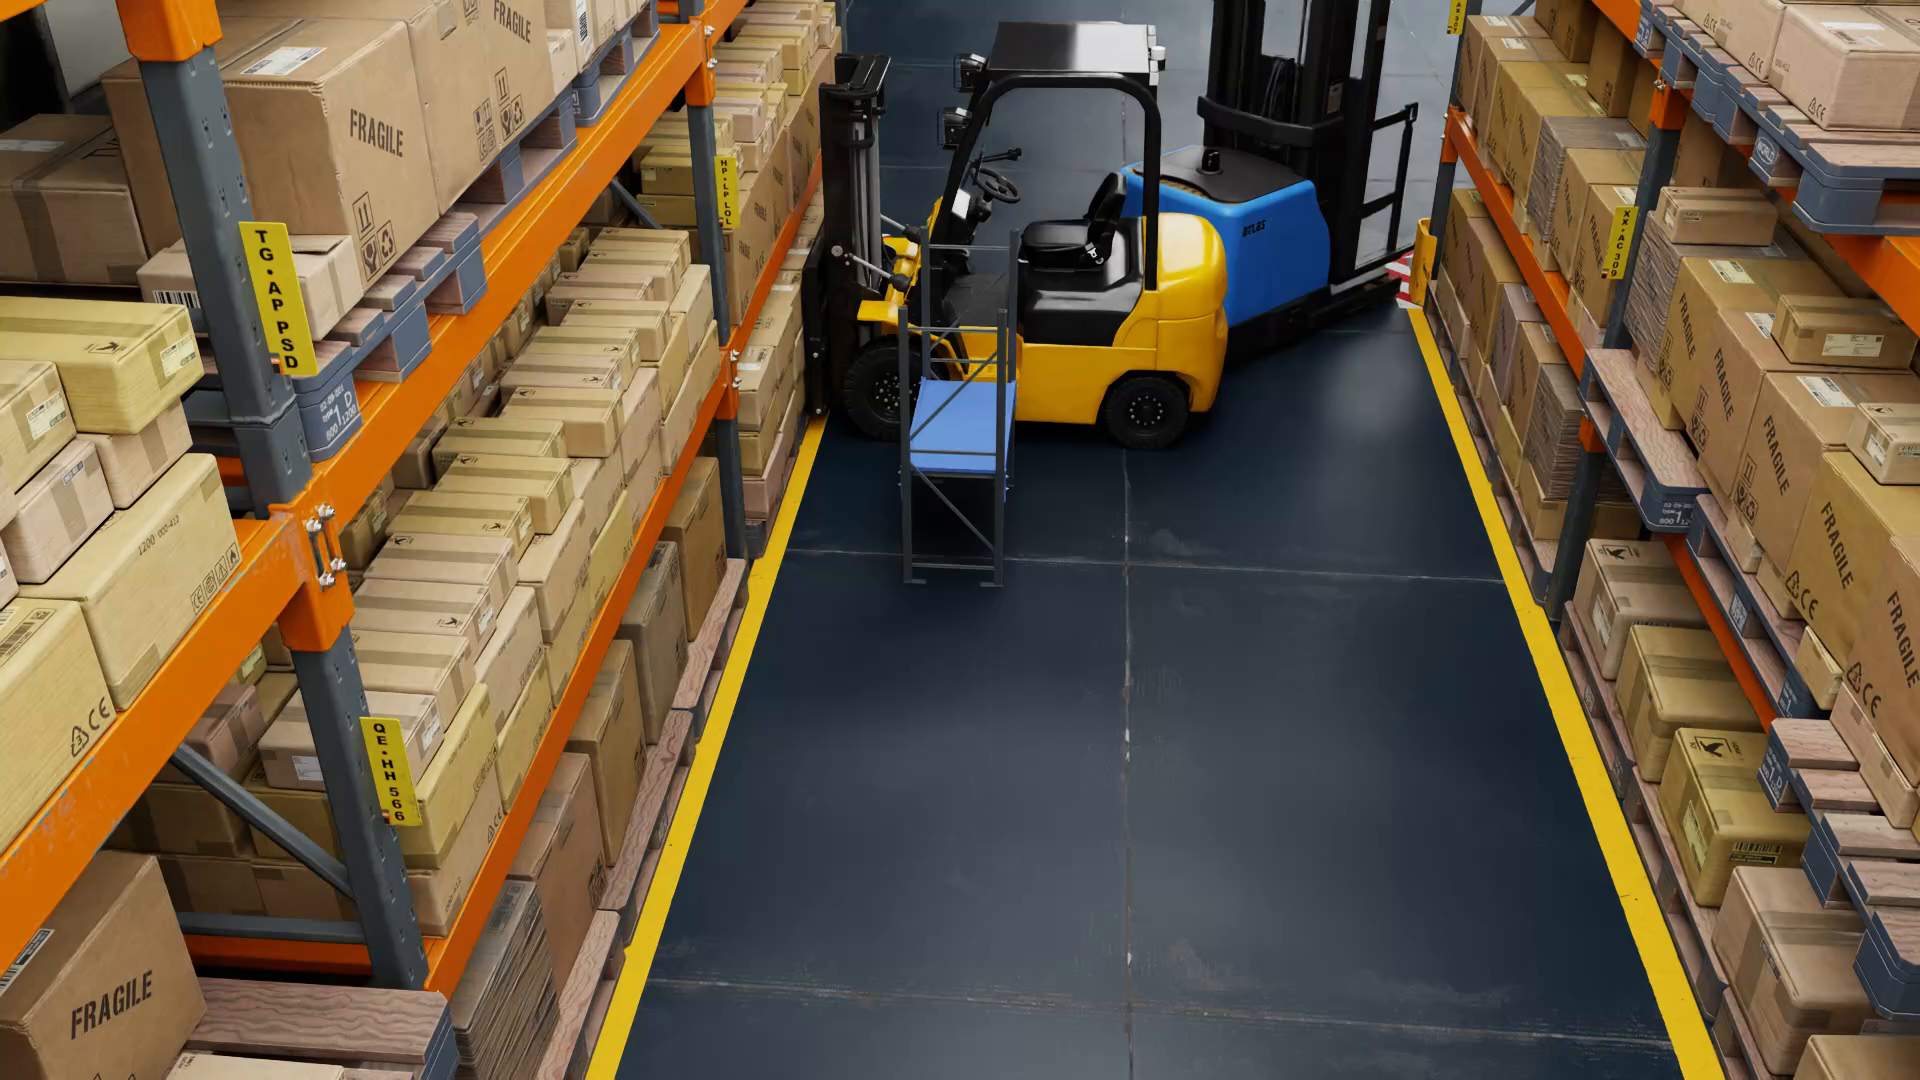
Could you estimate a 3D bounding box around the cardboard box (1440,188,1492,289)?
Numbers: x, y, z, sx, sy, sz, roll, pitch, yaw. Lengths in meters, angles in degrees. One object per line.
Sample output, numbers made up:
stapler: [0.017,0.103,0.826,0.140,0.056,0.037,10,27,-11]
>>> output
cardboard box: [3.357,-1.883,10.451,0.500,0.500,0.500,1,32,2]

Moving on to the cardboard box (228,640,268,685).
cardboard box: [-2.165,0.357,4.599,0.380,0.149,0.250,3,32,5]

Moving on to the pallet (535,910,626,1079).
pallet: [-1.794,1.754,5.703,1.003,0.211,1.213,2,32,4]

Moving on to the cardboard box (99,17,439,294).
cardboard box: [-1.598,-0.914,3.923,0.500,0.500,0.500,3,32,4]

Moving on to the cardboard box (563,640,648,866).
cardboard box: [-1.735,0.808,6.443,0.875,0.625,0.625,1,32,2]

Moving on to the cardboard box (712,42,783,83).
cardboard box: [-1.186,-2.634,9.168,0.380,0.149,0.250,3,32,5]

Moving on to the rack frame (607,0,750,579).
rack frame: [-1.574,-1.096,7.669,1.000,3.000,0.127,2,32,4]

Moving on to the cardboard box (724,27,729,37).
cardboard box: [-1.586,-3.064,9.865,0.380,0.149,0.250,3,32,4]

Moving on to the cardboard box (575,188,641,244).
cardboard box: [-1.807,-1.385,8.043,0.500,0.500,0.500,2,32,4]

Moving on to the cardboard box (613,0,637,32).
cardboard box: [-1.361,-1.899,5.858,0.380,0.149,0.250,2,32,4]

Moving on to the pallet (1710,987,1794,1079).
pallet: [3.113,1.984,5.329,1.003,0.211,1.213,2,32,4]

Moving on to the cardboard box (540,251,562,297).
cardboard box: [-1.890,-1.102,6.966,0.380,0.149,0.250,1,32,2]

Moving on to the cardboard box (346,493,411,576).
cardboard box: [-2.056,0.071,5.443,0.500,0.250,0.500,2,32,4]

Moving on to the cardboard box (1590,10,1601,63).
cardboard box: [3.888,-2.761,9.038,0.700,0.500,0.500,2,32,3]

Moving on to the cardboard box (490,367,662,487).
cardboard box: [-1.441,-0.441,6.273,0.500,0.250,0.500,3,32,5]

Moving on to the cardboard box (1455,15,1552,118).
cardboard box: [3.384,-2.911,10.235,0.500,0.500,0.500,2,32,3]

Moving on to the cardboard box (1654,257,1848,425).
cardboard box: [3.010,-0.739,6.311,0.500,0.500,0.500,3,32,4]

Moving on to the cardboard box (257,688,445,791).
cardboard box: [-1.580,0.523,4.329,0.380,0.149,0.250,3,32,5]

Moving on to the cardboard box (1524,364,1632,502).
cardboard box: [3.154,-0.534,8.263,0.500,0.500,0.500,2,32,3]

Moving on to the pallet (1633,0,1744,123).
pallet: [3.217,-1.765,6.074,1.213,0.211,1.003,2,32,4]

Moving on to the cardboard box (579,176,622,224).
cardboard box: [-1.804,-1.594,7.764,0.380,0.149,0.250,2,32,4]

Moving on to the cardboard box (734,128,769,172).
cardboard box: [-1.179,-1.969,8.372,0.380,0.149,0.250,3,32,5]

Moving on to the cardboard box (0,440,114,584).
cardboard box: [-1.729,-0.057,2.887,0.380,0.149,0.250,2,32,3]

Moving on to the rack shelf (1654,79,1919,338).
rack shelf: [3.211,-0.811,5.033,1.077,0.370,4.000,2,32,4]

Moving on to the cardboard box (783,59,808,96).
cardboard box: [-1.077,-2.641,9.463,0.380,0.149,0.250,3,32,4]

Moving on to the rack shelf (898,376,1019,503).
rack shelf: [0.007,-0.530,8.523,0.538,0.185,1.000,2,32,4]

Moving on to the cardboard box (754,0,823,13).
cardboard box: [-1.056,-3.306,10.259,0.380,0.149,0.250,3,32,4]

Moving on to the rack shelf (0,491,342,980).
rack shelf: [-2.062,1.071,1.980,1.077,0.370,4.000,2,32,4]

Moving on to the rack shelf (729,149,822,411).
rack shelf: [-1.411,-1.835,9.555,1.077,0.370,4.000,2,32,4]

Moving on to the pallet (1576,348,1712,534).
pallet: [3.167,-0.411,6.740,1.003,0.211,1.213,2,32,4]

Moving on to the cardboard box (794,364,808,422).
cardboard box: [-1.152,-0.878,9.537,0.500,0.250,0.500,3,32,5]

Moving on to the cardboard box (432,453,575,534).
cardboard box: [-1.485,-0.152,5.425,0.380,0.149,0.250,3,32,5]

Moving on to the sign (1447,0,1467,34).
sign: [3.159,-3.369,10.533,0.100,0.325,0.005,2,32,4]

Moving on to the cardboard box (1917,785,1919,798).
cardboard box: [2.808,0.608,4.125,0.500,0.500,0.500,2,32,3]

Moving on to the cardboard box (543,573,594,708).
cardboard box: [-1.539,0.305,5.538,0.500,0.250,0.500,1,32,2]

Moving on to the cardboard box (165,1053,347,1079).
cardboard box: [-1.571,1.284,3.647,0.380,0.149,0.250,3,32,5]

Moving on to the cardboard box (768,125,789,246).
cardboard box: [-1.211,-1.897,8.874,0.500,0.500,0.500,2,32,3]

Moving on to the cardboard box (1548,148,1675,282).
cardboard box: [3.197,-1.568,8.056,0.500,0.500,0.500,3,32,6]

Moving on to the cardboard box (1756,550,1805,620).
cardboard box: [2.887,0.139,5.505,0.380,0.149,0.250,1,32,2]

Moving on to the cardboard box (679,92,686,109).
cardboard box: [-1.679,-2.400,9.071,0.380,0.149,0.250,1,32,2]

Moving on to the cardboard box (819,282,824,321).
cardboard box: [-1.093,-1.347,9.820,0.500,0.250,0.500,2,32,4]

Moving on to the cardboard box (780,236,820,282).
cardboard box: [-1.090,-1.571,9.708,0.500,0.250,0.500,2,32,3]

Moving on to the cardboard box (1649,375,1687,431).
cardboard box: [2.985,-0.552,6.626,0.380,0.149,0.250,3,32,5]

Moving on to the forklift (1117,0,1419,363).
forklift: [2.389,-3.004,10.831,3.031,2.935,1.130,-25,40,-35]

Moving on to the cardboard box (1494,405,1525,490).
cardboard box: [3.187,-0.494,8.912,0.500,0.250,0.500,2,32,3]

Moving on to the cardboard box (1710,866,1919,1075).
cardboard box: [3.156,1.464,5.619,0.950,0.372,0.625,2,32,3]

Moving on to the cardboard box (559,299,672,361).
cardboard box: [-1.345,-0.822,6.511,0.380,0.149,0.250,2,32,2]

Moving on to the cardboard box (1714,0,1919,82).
cardboard box: [2.886,-1.724,5.572,0.500,0.250,0.500,2,32,3]

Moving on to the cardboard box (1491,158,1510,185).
cardboard box: [3.303,-2.166,9.646,0.380,0.149,0.250,3,32,5]

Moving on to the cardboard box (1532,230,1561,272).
cardboard box: [3.176,-1.491,8.551,0.380,0.149,0.250,2,32,3]

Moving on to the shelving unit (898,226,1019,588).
shelving unit: [0.007,-0.683,8.429,0.538,1.500,1.048,2,32,4]

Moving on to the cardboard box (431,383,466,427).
cardboard box: [-1.987,-0.445,5.899,0.380,0.149,0.250,3,32,4]

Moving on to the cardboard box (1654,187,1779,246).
cardboard box: [2.983,-1.279,6.569,0.380,0.149,0.250,2,32,4]

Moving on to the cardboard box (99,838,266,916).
cardboard box: [-2.118,0.814,4.714,0.500,0.250,0.500,2,32,3]

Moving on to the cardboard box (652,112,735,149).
cardboard box: [-1.309,-1.970,8.090,0.380,0.149,0.250,2,32,3]
